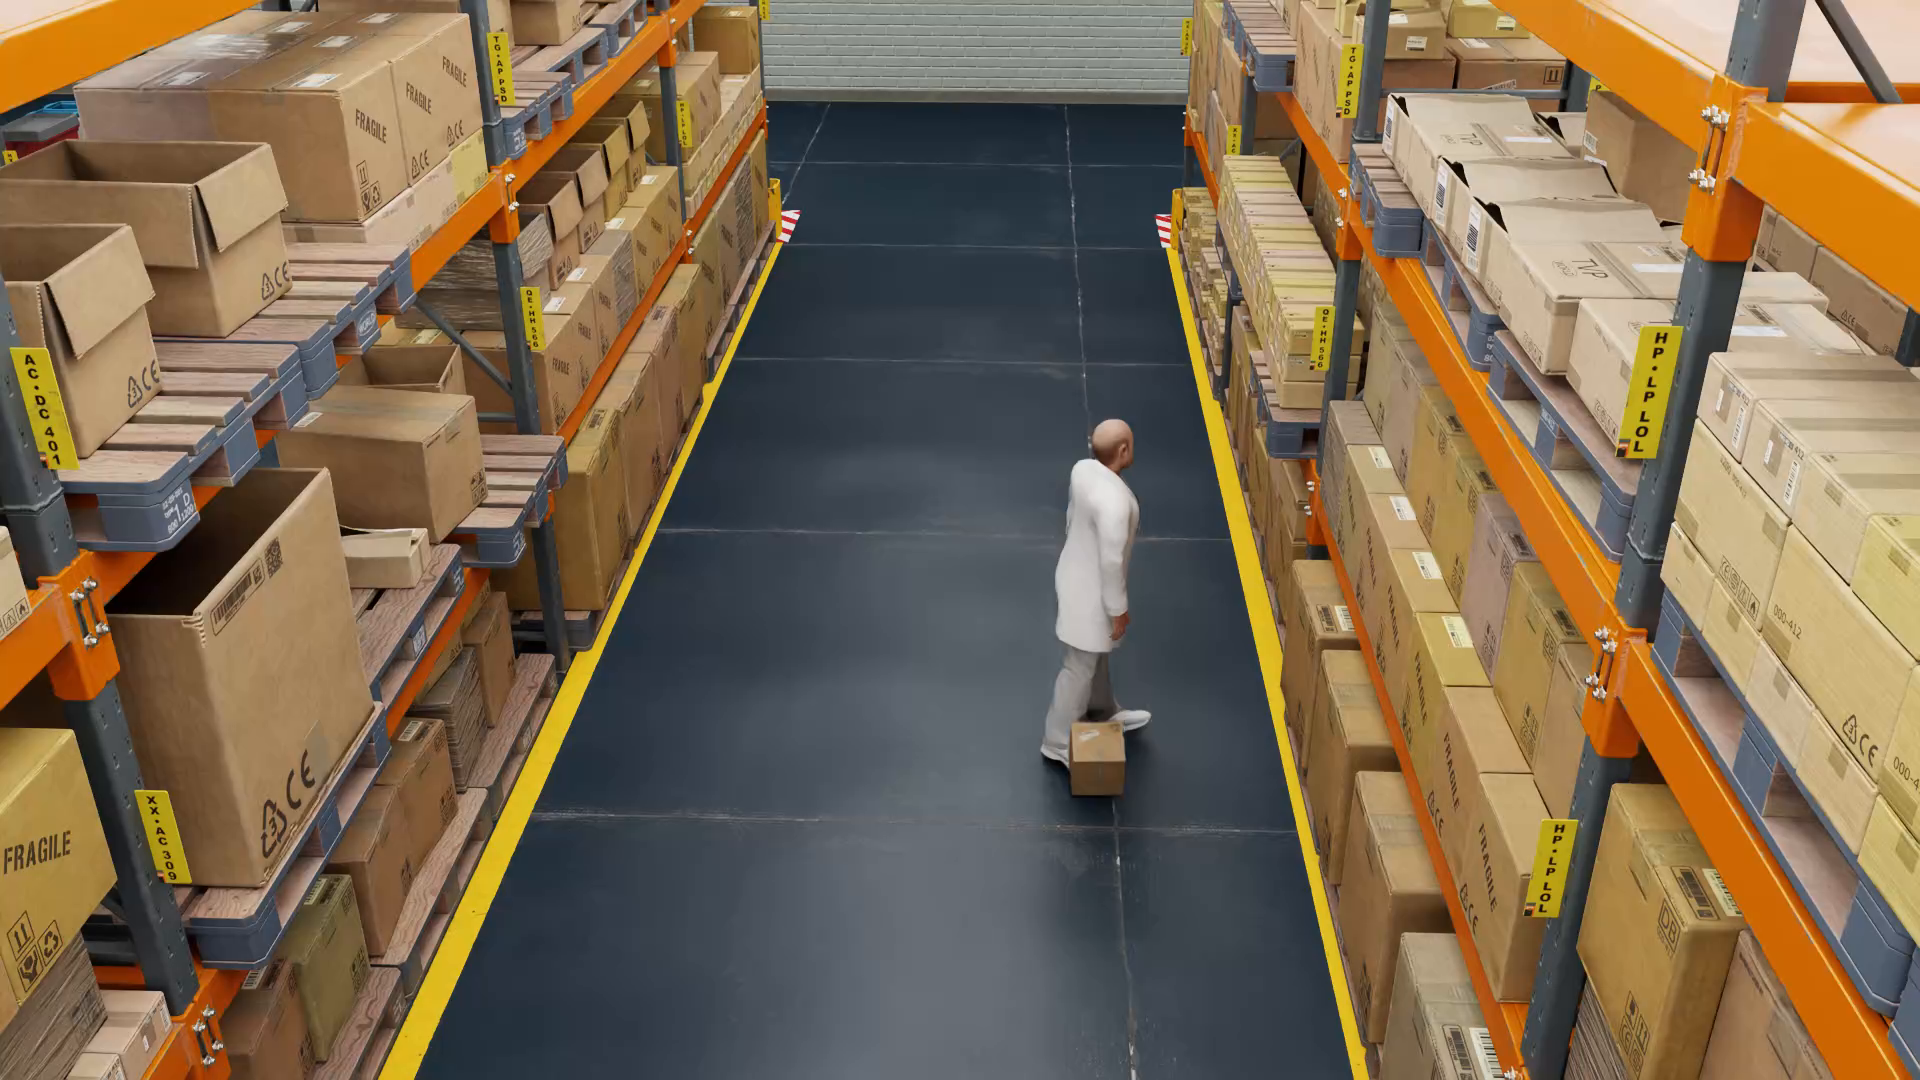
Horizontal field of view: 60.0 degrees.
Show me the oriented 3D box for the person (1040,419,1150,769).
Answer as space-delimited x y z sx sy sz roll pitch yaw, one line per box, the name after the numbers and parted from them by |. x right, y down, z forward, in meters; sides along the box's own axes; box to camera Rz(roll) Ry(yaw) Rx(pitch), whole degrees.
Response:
0.688 0.239 8.137 0.610 1.777 0.683 -6 28 -12 | person
